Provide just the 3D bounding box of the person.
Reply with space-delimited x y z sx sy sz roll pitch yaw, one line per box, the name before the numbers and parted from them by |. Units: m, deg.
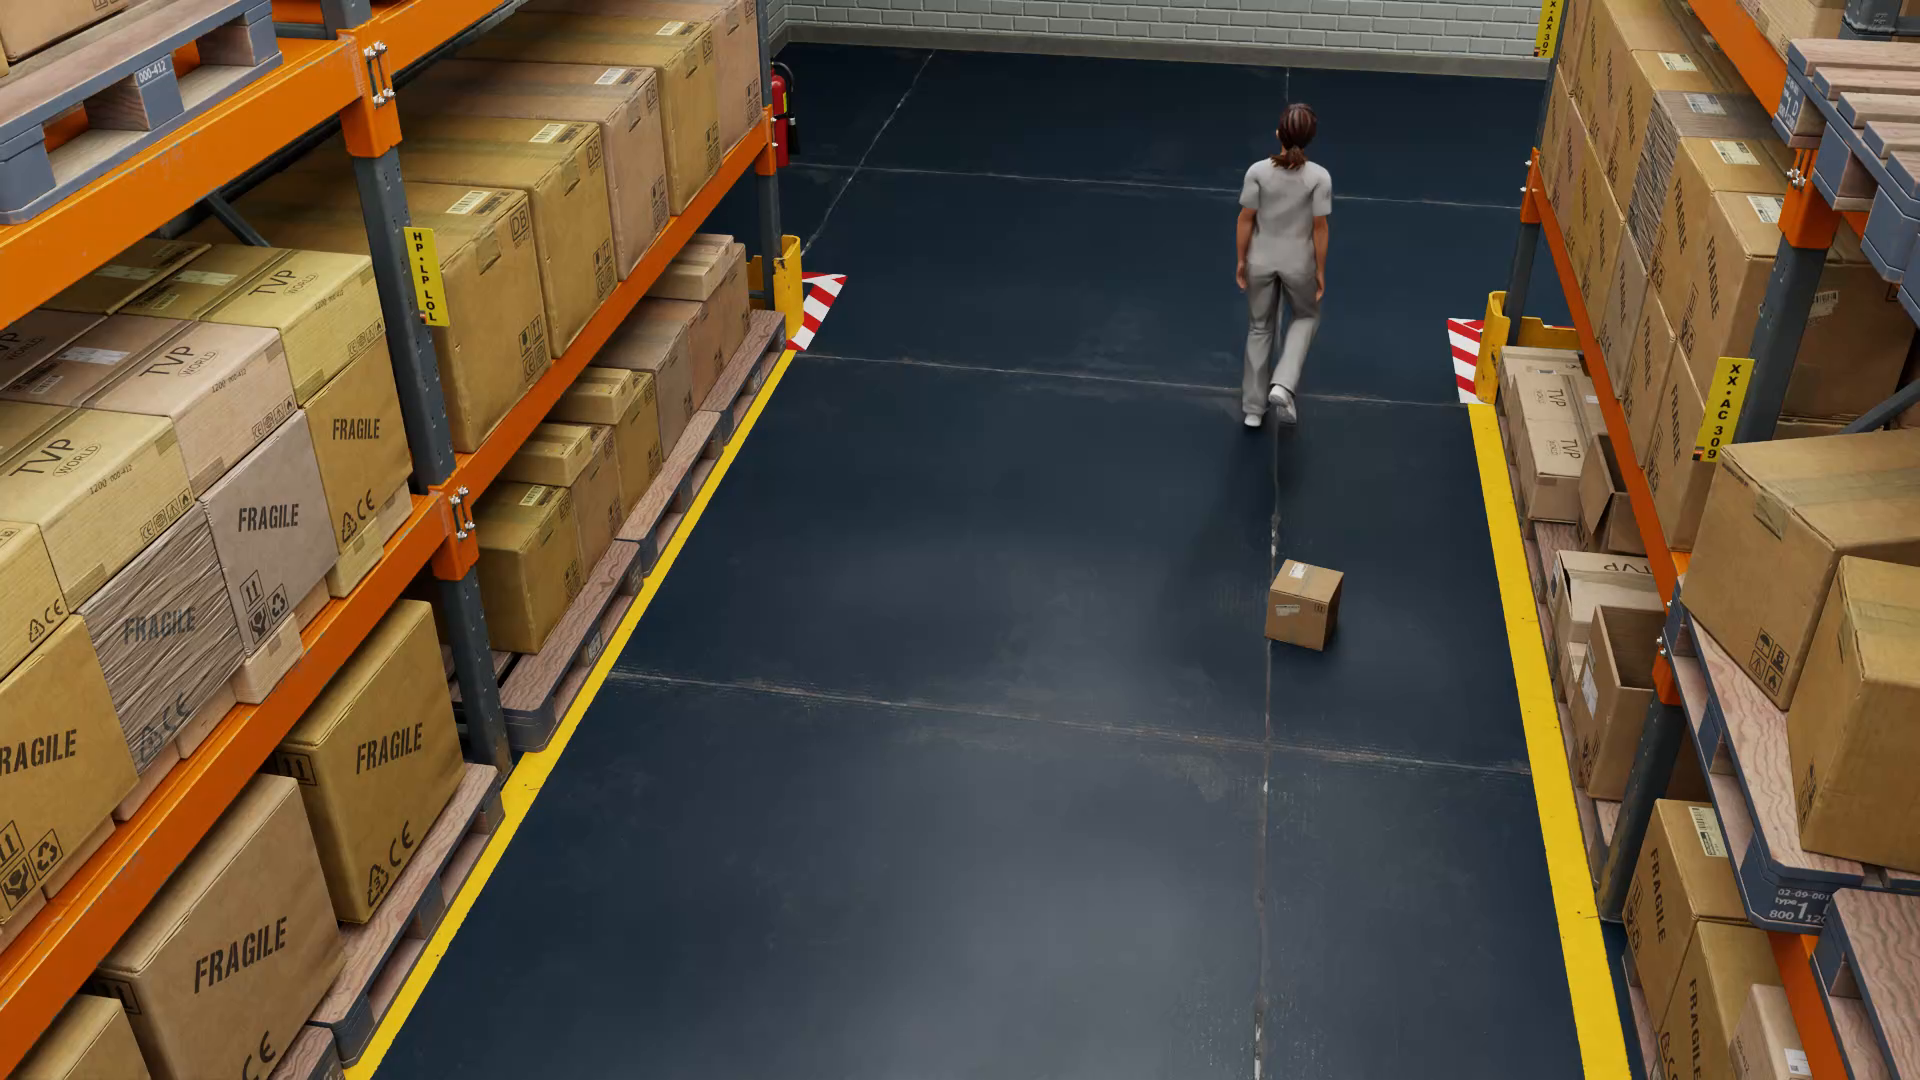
person | 1.583 -1.338 8.209 0.458 1.647 0.464 10 34 15
